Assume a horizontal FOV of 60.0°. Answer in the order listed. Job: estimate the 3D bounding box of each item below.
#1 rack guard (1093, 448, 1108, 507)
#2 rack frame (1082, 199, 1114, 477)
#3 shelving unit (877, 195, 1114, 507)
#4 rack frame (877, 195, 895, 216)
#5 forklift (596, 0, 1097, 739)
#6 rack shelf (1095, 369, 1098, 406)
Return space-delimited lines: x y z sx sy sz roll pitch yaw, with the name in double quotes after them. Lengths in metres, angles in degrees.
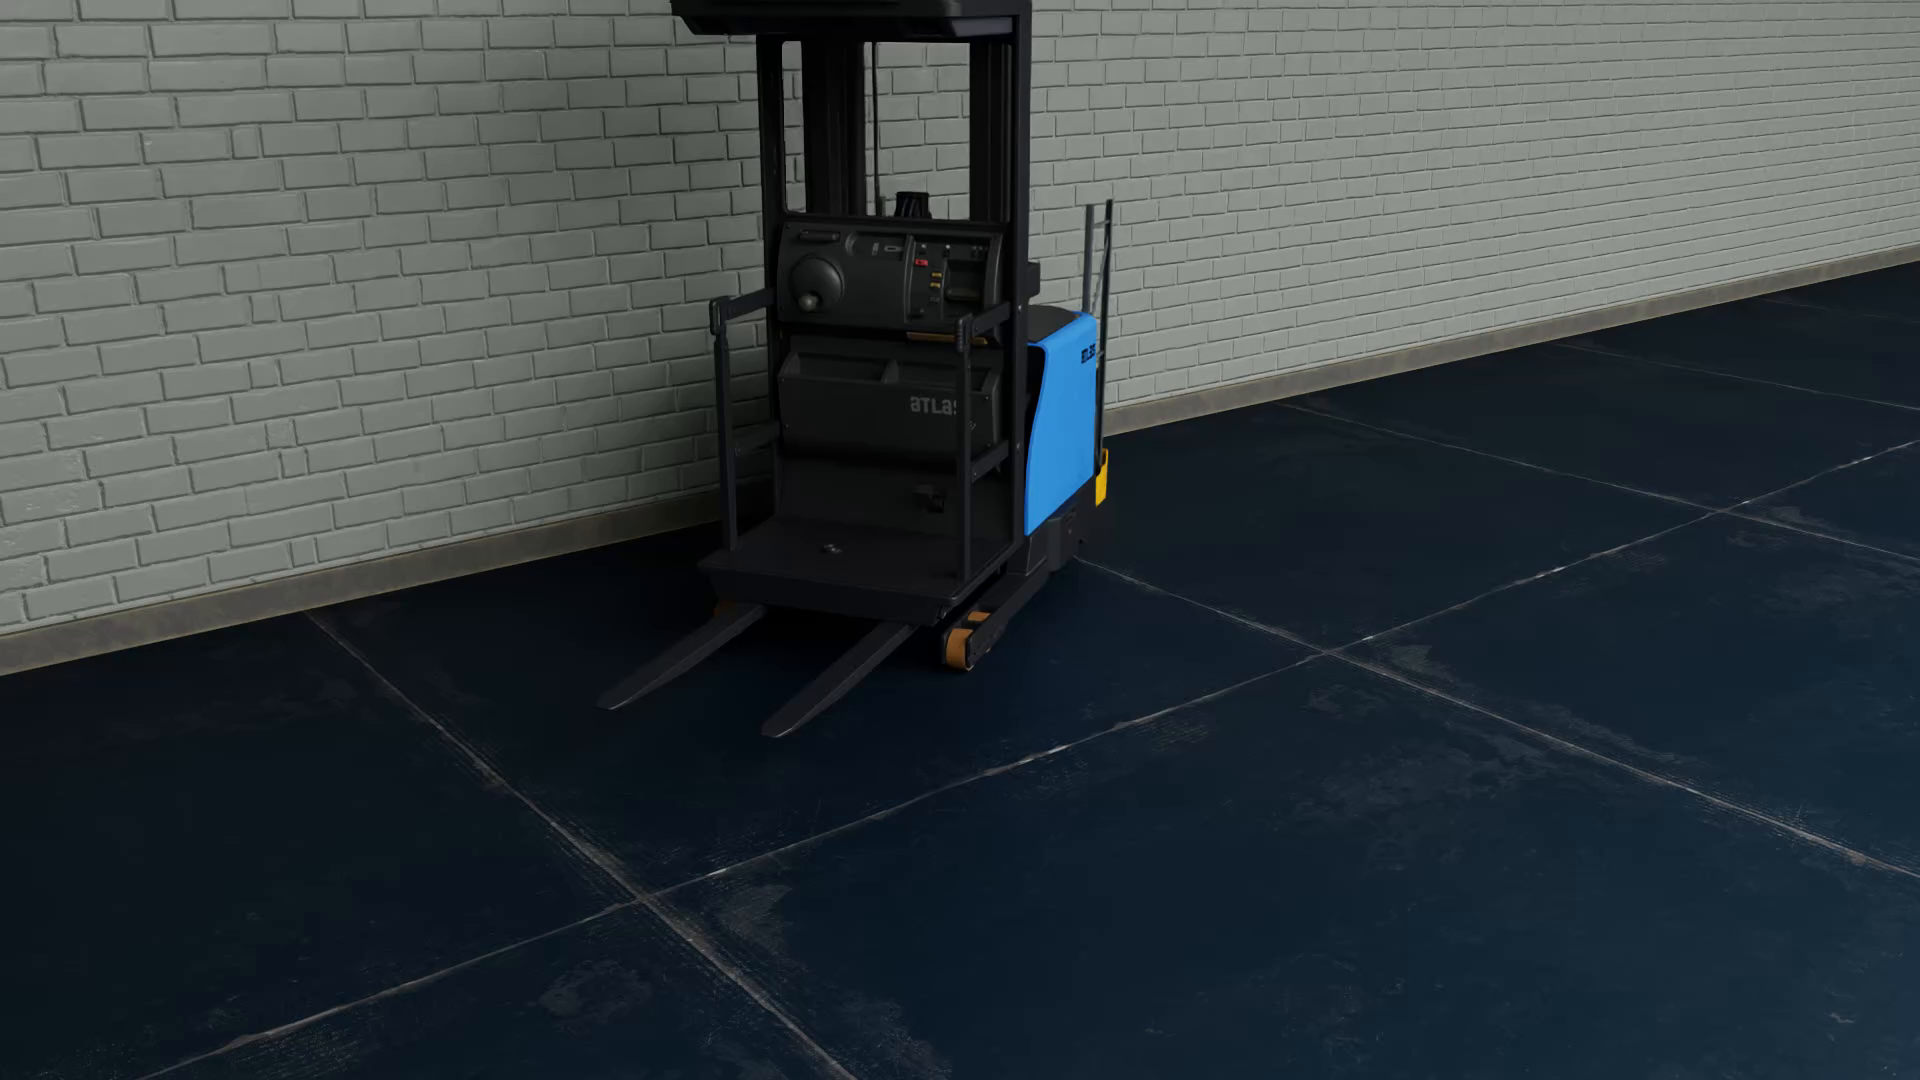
0.633 -0.277 8.243 0.087 0.250 0.587 6 16 15 "rack guard"
0.649 -0.880 8.081 0.032 1.500 0.500 6 16 15 "rack frame"
0.170 -0.927 8.214 1.083 1.500 0.587 6 16 15 "shelving unit"
-0.327 -0.976 8.352 0.032 1.500 0.500 6 16 15 "rack frame"
-0.357 -1.037 6.331 1.130 2.935 3.031 7 19 20 "forklift"
0.157 -0.754 8.263 1.000 0.185 0.538 6 16 15 "rack shelf"
